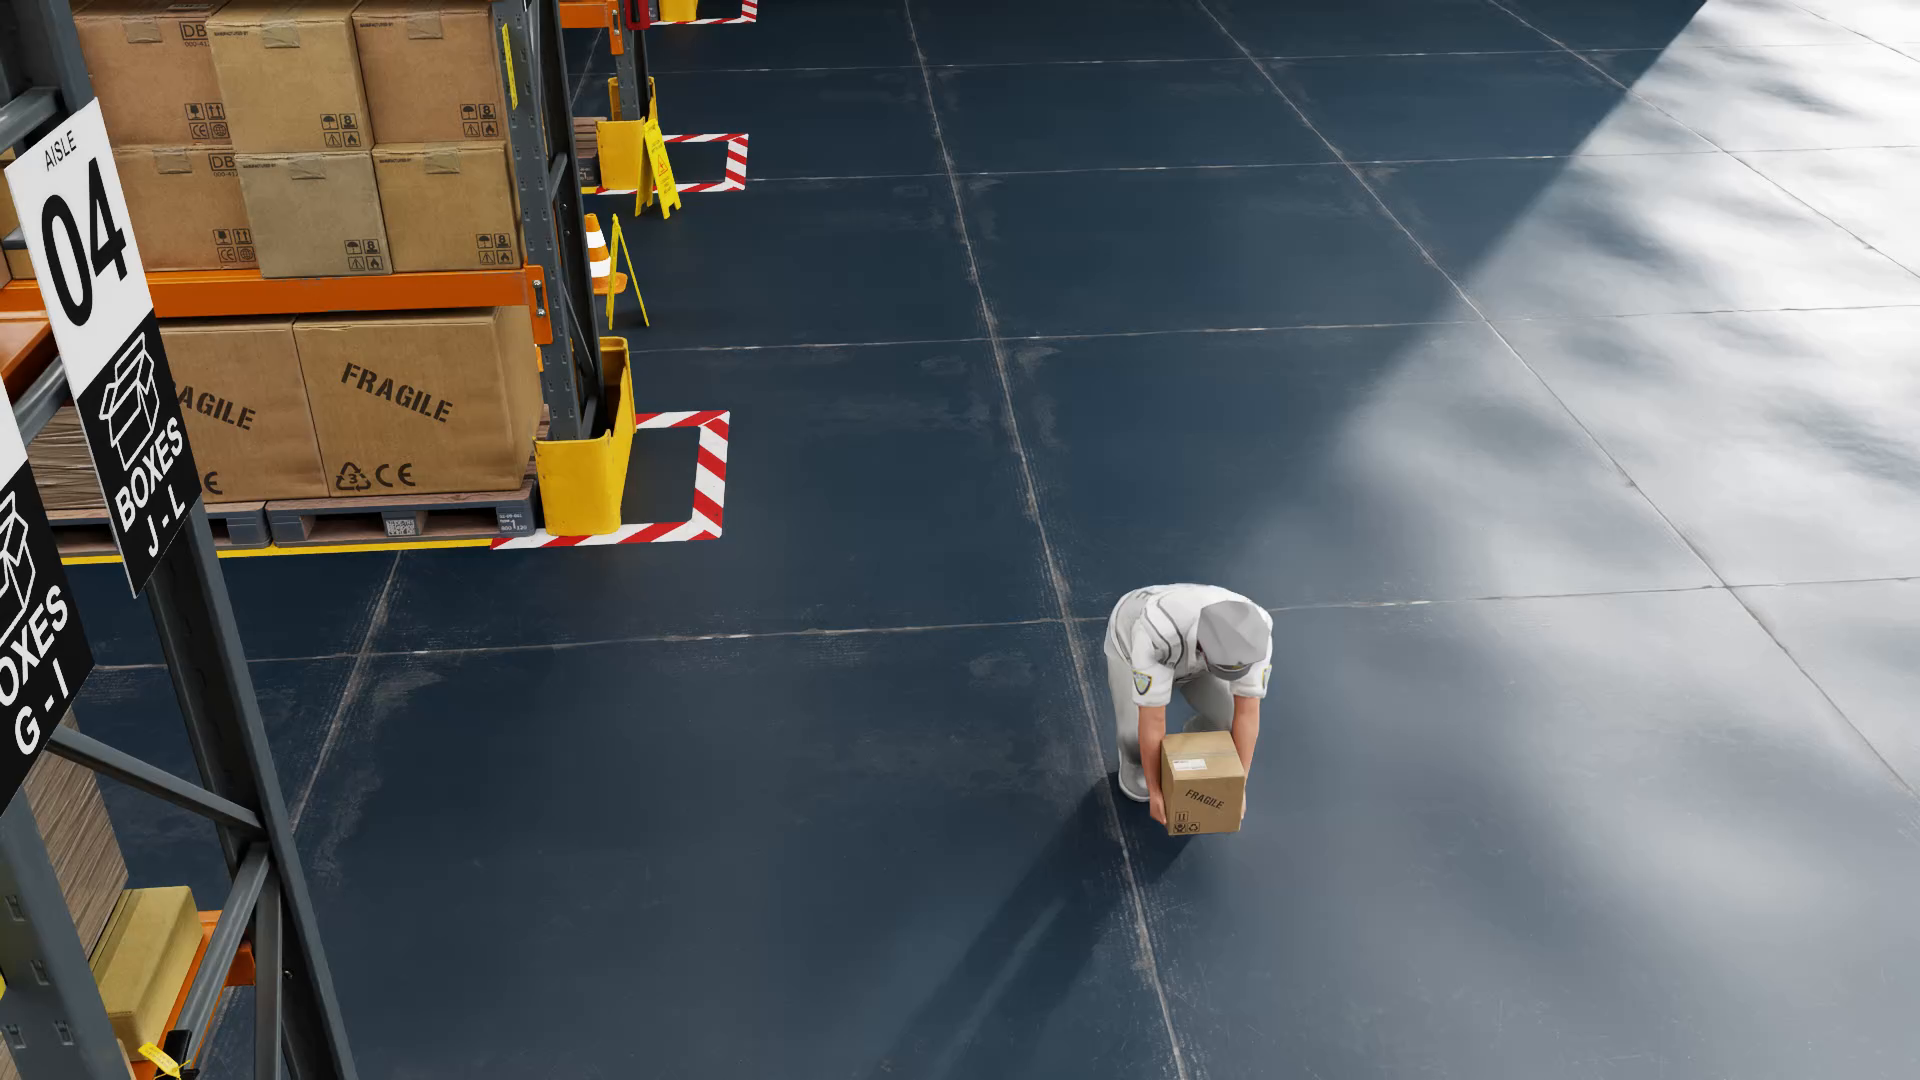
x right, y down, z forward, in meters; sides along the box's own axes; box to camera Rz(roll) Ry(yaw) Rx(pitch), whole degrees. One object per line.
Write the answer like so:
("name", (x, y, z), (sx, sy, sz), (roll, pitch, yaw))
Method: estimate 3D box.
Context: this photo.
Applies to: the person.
("person", (0.817, 0.510, 5.998), (0.526, 1.025, 0.919), (-3, 31, -6))
